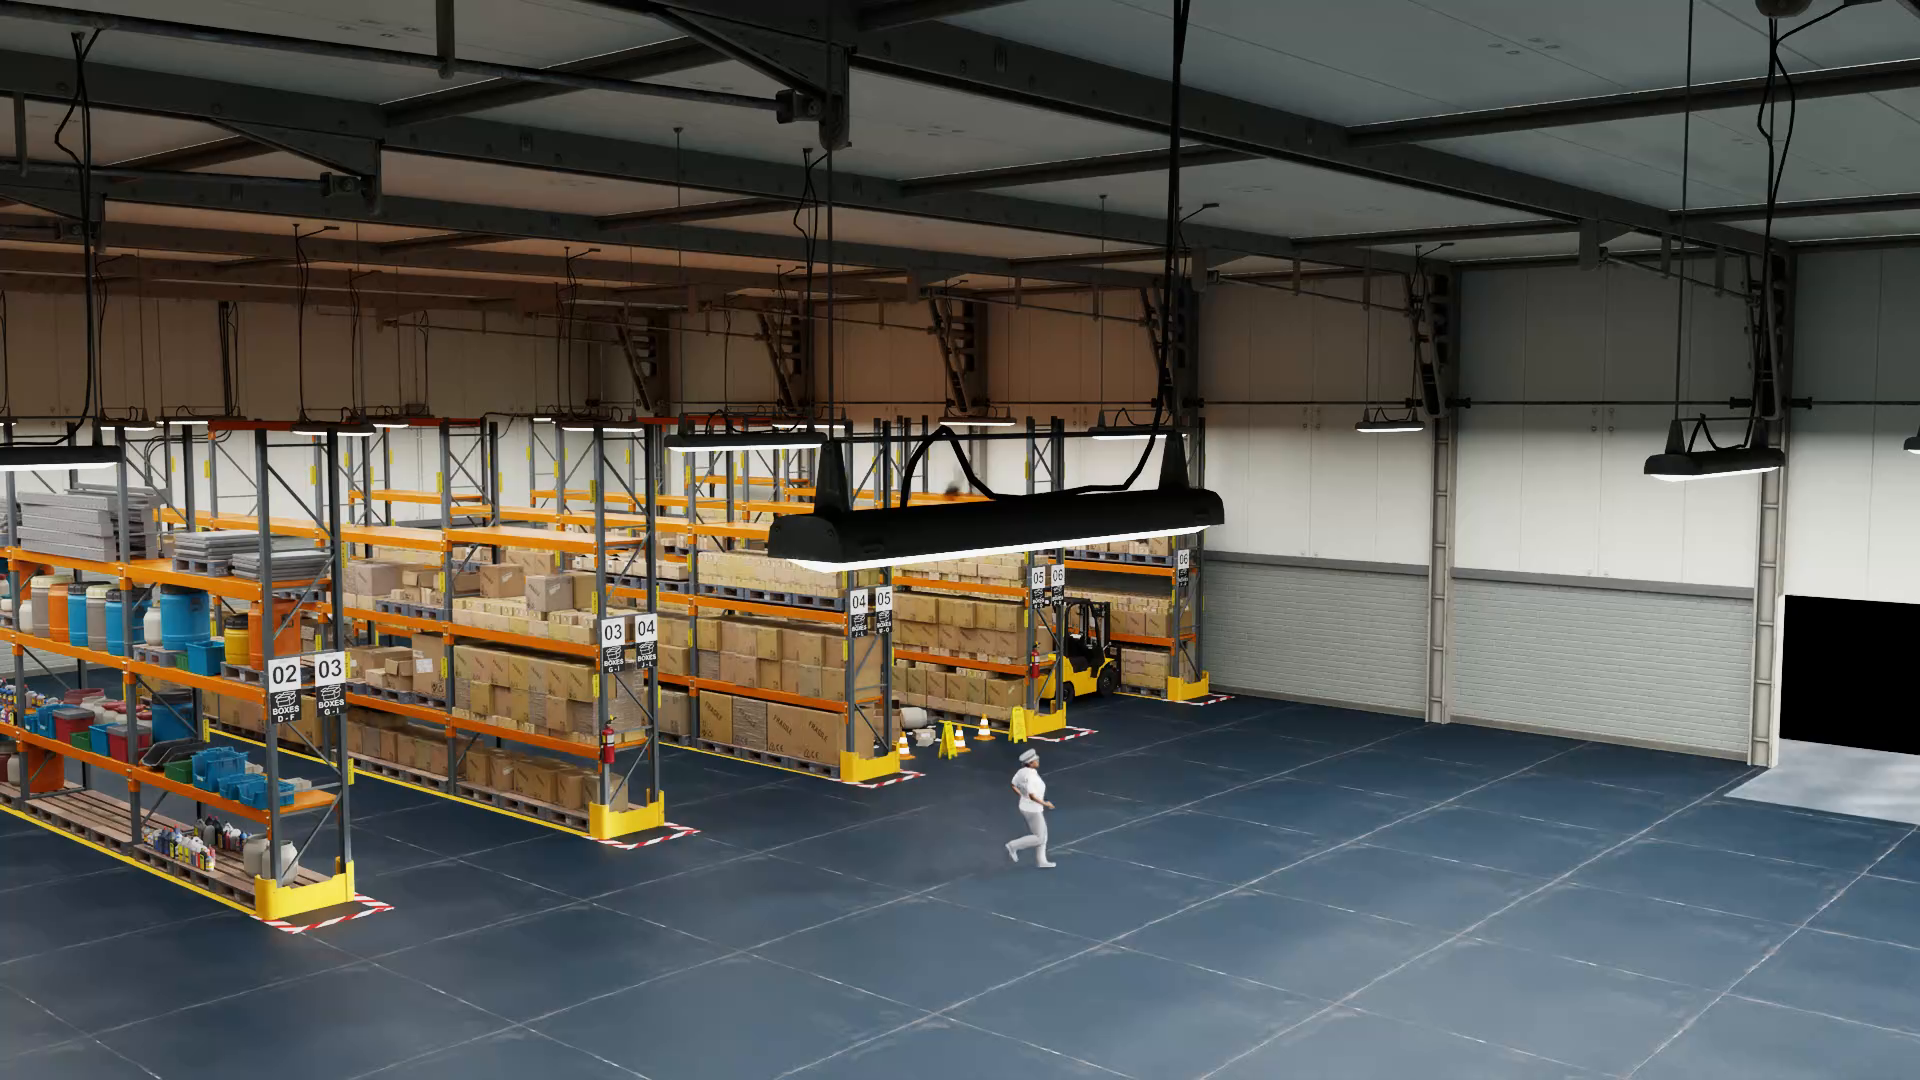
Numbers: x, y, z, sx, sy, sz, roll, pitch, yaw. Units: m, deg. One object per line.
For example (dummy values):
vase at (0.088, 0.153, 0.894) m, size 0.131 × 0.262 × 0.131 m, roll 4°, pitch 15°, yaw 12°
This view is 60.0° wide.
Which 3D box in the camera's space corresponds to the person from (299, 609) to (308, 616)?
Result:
person at (-14.819, 2.382, 37.306) m, size 0.744 × 1.737 × 0.605 m, roll 0°, pitch 5°, yaw 4°

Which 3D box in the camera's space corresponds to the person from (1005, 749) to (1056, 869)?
person at (0.942, 3.642, 22.489) m, size 0.768 × 1.660 × 0.593 m, roll -2°, pitch 5°, yaw -19°
